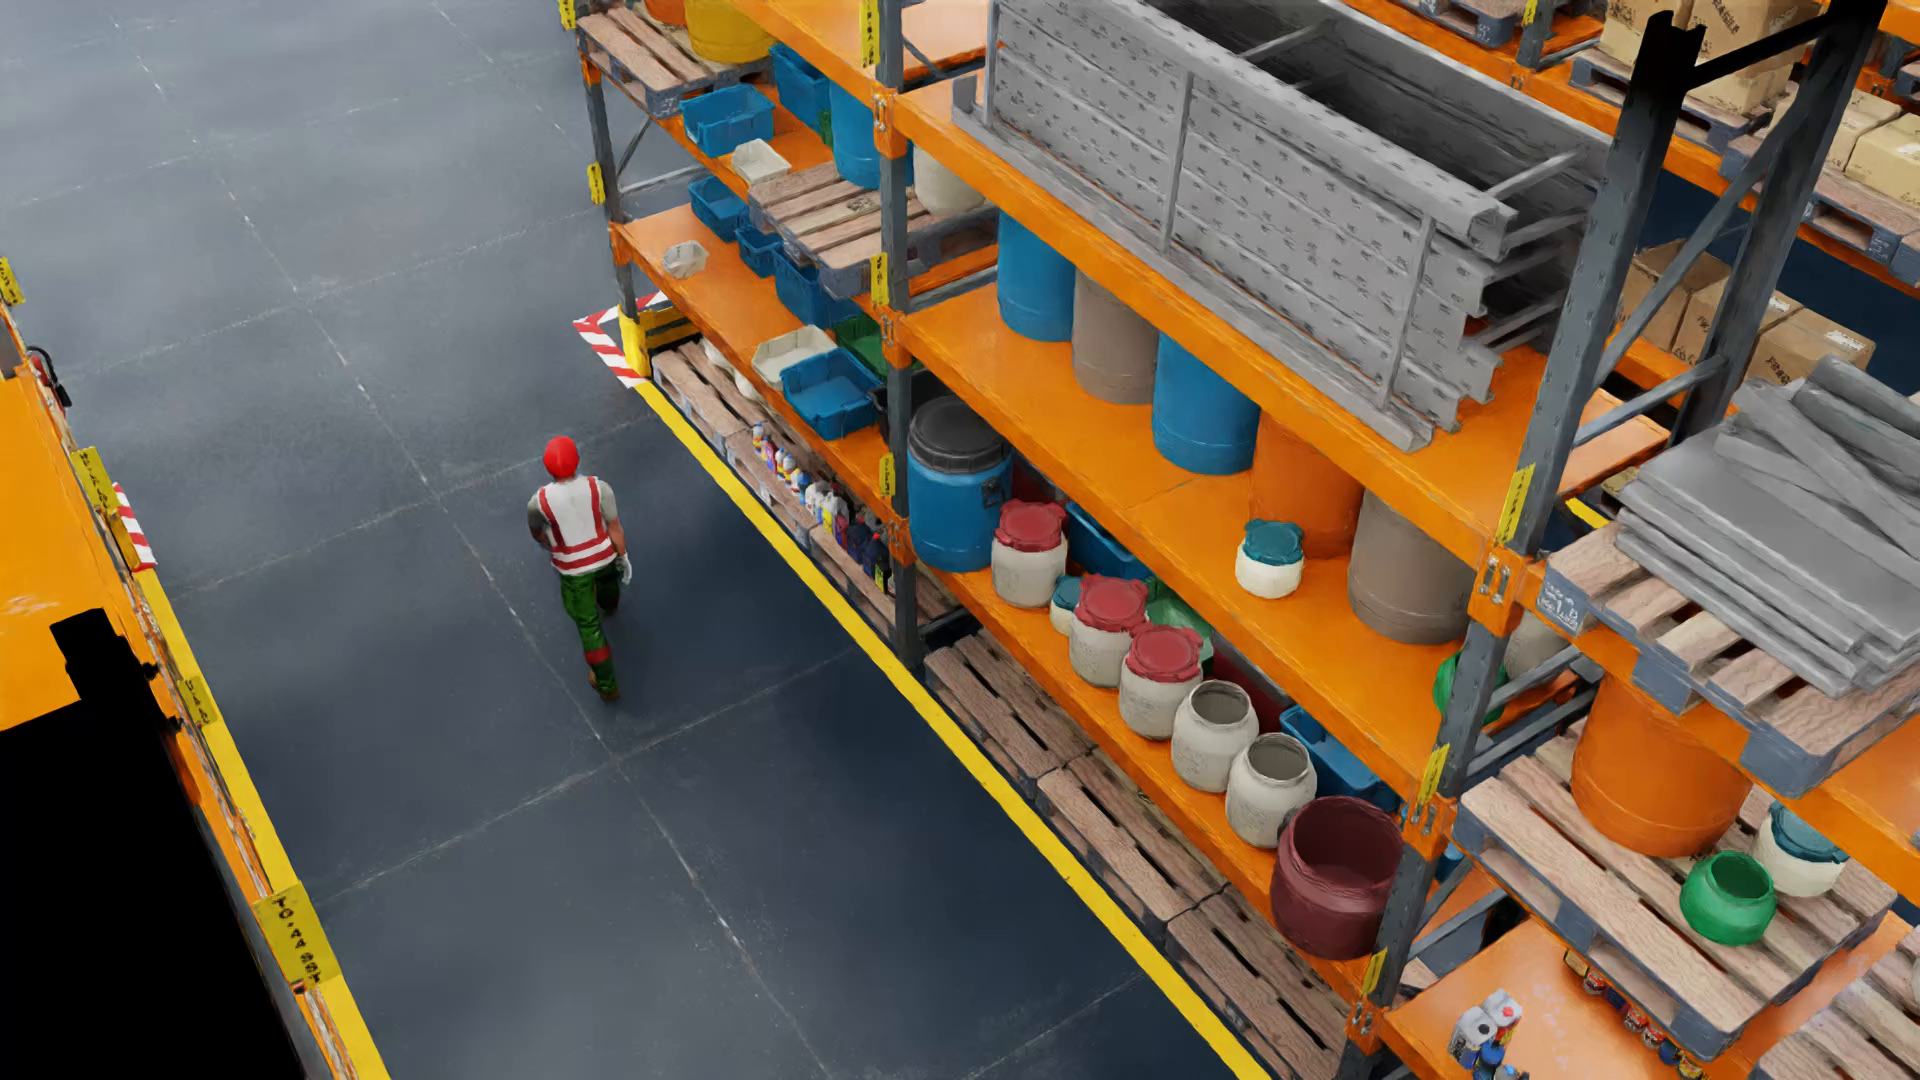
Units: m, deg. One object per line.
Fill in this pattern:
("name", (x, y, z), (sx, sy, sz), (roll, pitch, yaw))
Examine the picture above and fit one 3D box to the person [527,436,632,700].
("person", (-2.378, 0.065, 10.398), (0.533, 1.728, 1.036), (-18, 46, -19))
